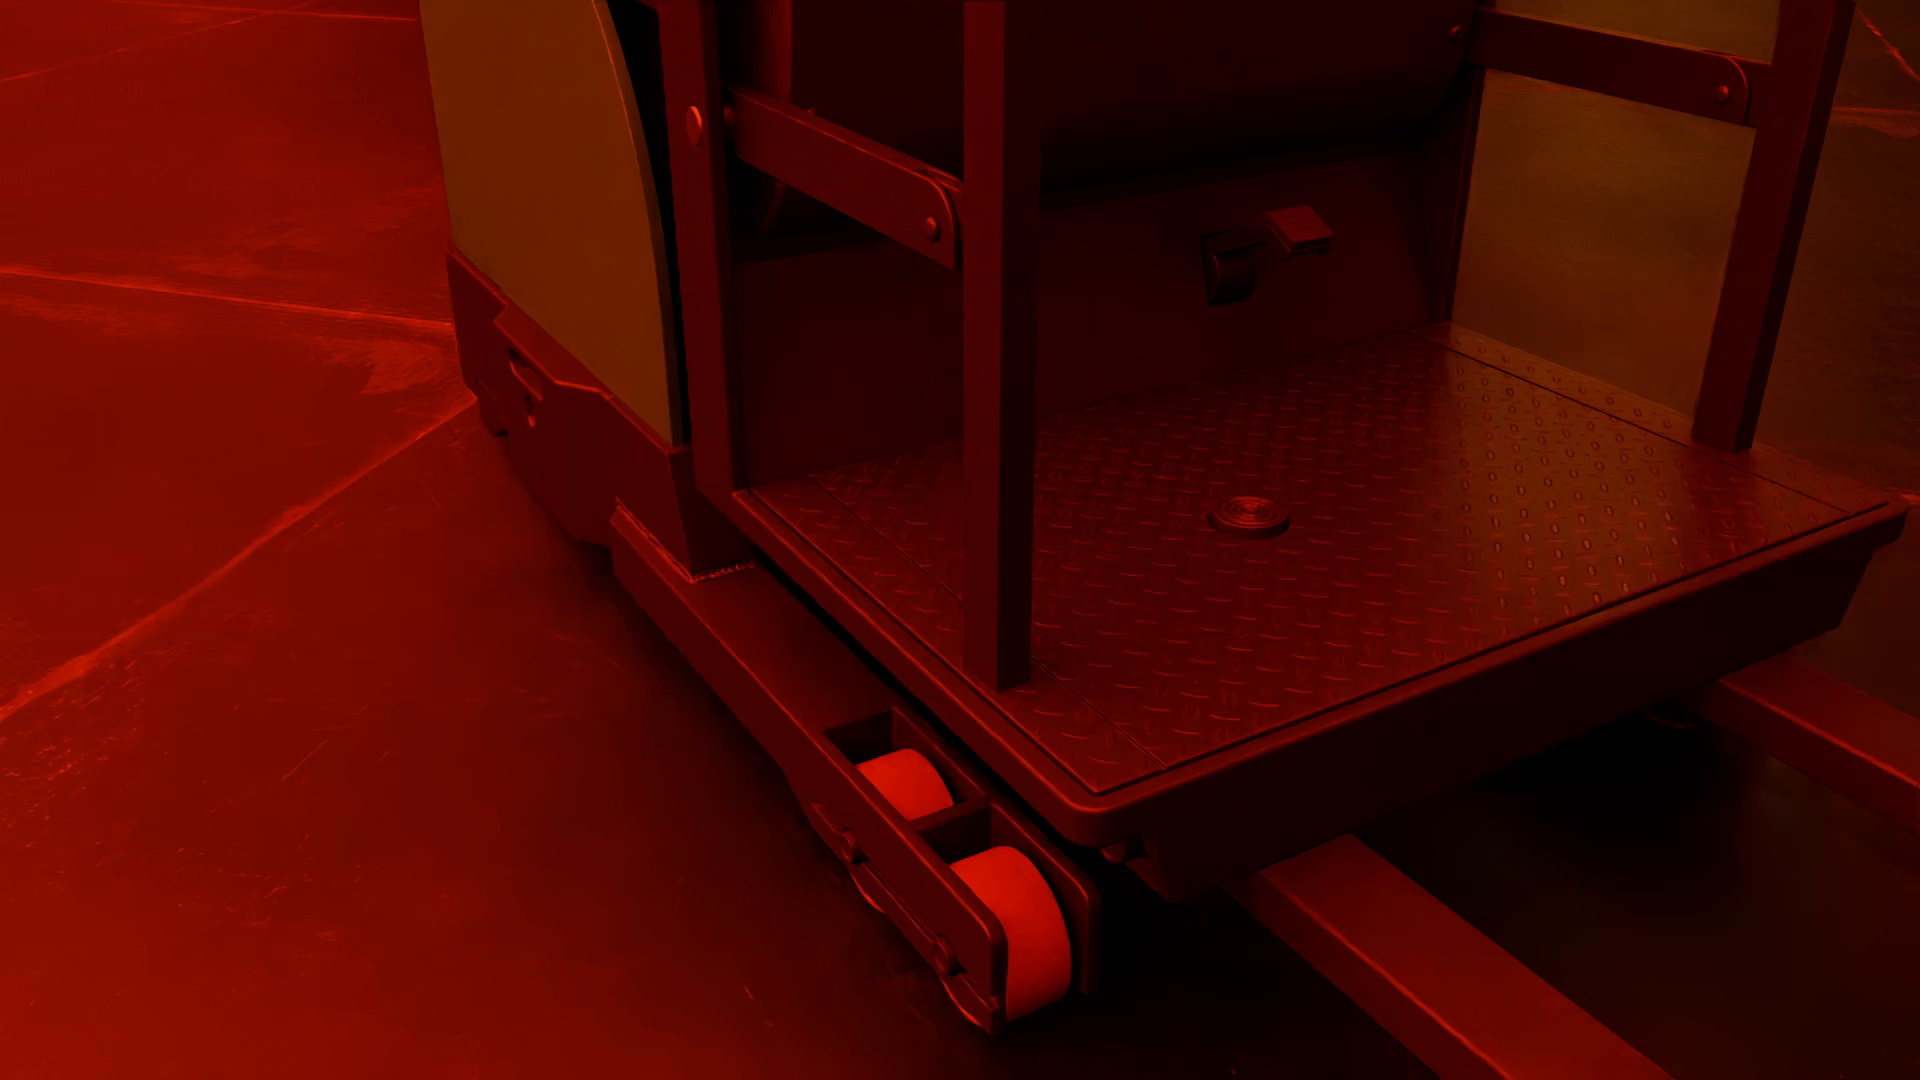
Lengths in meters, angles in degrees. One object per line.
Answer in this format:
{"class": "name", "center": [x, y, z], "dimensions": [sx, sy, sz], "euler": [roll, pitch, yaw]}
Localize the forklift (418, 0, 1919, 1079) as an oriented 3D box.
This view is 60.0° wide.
{"class": "forklift", "center": [0.319, -1.084, 1.399], "dimensions": [1.130, 2.935, 3.031], "euler": [-15, 31, -27]}
